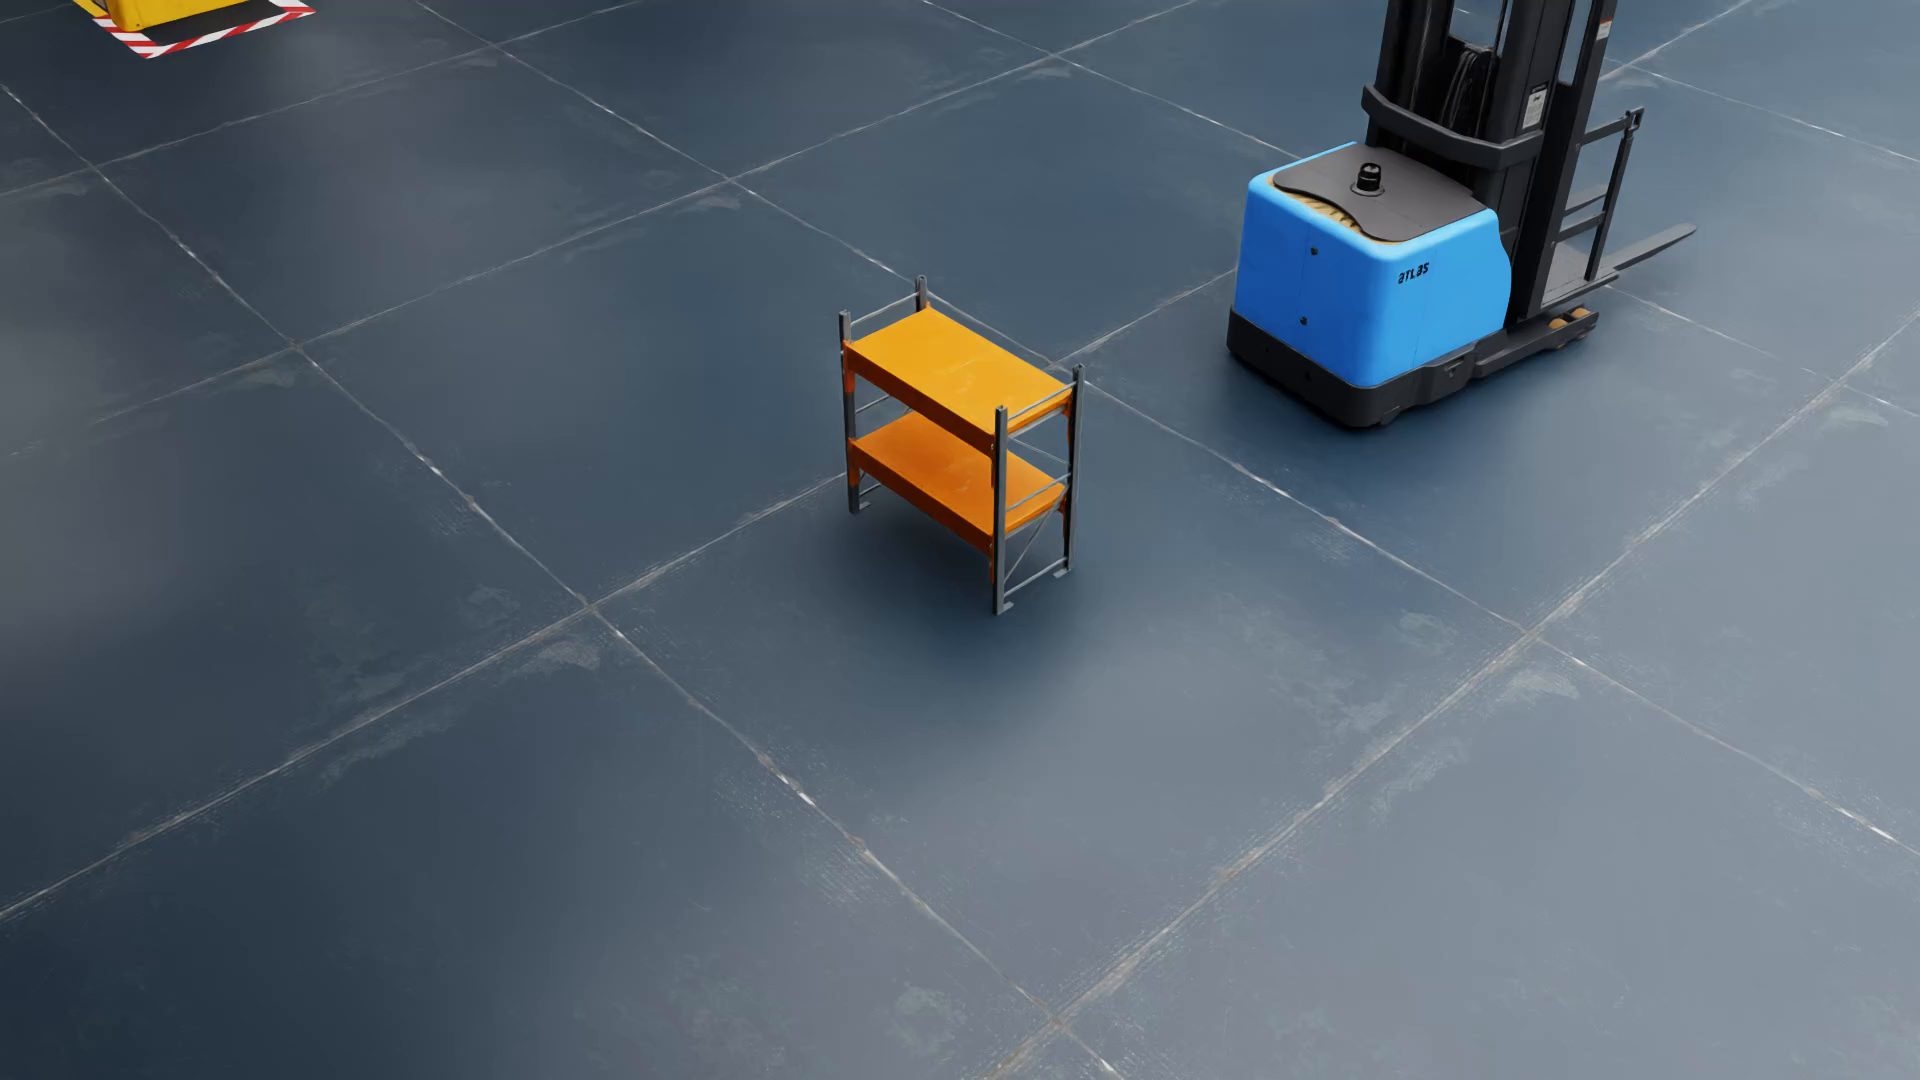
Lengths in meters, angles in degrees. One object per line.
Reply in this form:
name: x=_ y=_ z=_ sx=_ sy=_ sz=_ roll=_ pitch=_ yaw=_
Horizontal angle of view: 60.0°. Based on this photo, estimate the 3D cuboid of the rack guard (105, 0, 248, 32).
rack guard: x=-6.089 y=-4.417 z=13.029 sx=1.175 sy=0.500 sz=0.348 roll=-30 pitch=48 yaw=-32

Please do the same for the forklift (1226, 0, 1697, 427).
forklift: x=2.968 y=-2.454 z=8.664 sx=3.031 sy=2.935 sz=1.130 roll=-24 pitch=45 yaw=-27

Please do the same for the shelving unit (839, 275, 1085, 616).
shelving unit: x=-0.005 y=-0.441 z=7.608 sx=0.538 sy=1.125 sz=1.048 roll=-30 pitch=48 yaw=-32

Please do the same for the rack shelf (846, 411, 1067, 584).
rack shelf: x=-0.005 y=-0.251 z=7.762 sx=0.538 sy=0.278 sz=1.000 roll=-30 pitch=48 yaw=-32

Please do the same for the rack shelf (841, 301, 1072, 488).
rack shelf: x=-0.005 y=-0.668 z=7.424 sx=0.538 sy=0.278 sz=1.000 roll=-30 pitch=48 yaw=-32

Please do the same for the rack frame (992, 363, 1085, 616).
rack frame: x=0.339 y=-0.205 z=7.317 sx=0.500 sy=1.125 sz=0.032 roll=-30 pitch=48 yaw=-32

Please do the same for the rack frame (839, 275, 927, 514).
rack frame: x=-0.348 y=-0.676 z=7.900 sx=0.500 sy=1.125 sz=0.032 roll=-30 pitch=48 yaw=-32

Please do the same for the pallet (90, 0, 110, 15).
pallet: x=-6.653 y=-4.652 z=13.549 sx=1.003 sy=0.211 sz=1.213 roll=-30 pitch=48 yaw=-32
